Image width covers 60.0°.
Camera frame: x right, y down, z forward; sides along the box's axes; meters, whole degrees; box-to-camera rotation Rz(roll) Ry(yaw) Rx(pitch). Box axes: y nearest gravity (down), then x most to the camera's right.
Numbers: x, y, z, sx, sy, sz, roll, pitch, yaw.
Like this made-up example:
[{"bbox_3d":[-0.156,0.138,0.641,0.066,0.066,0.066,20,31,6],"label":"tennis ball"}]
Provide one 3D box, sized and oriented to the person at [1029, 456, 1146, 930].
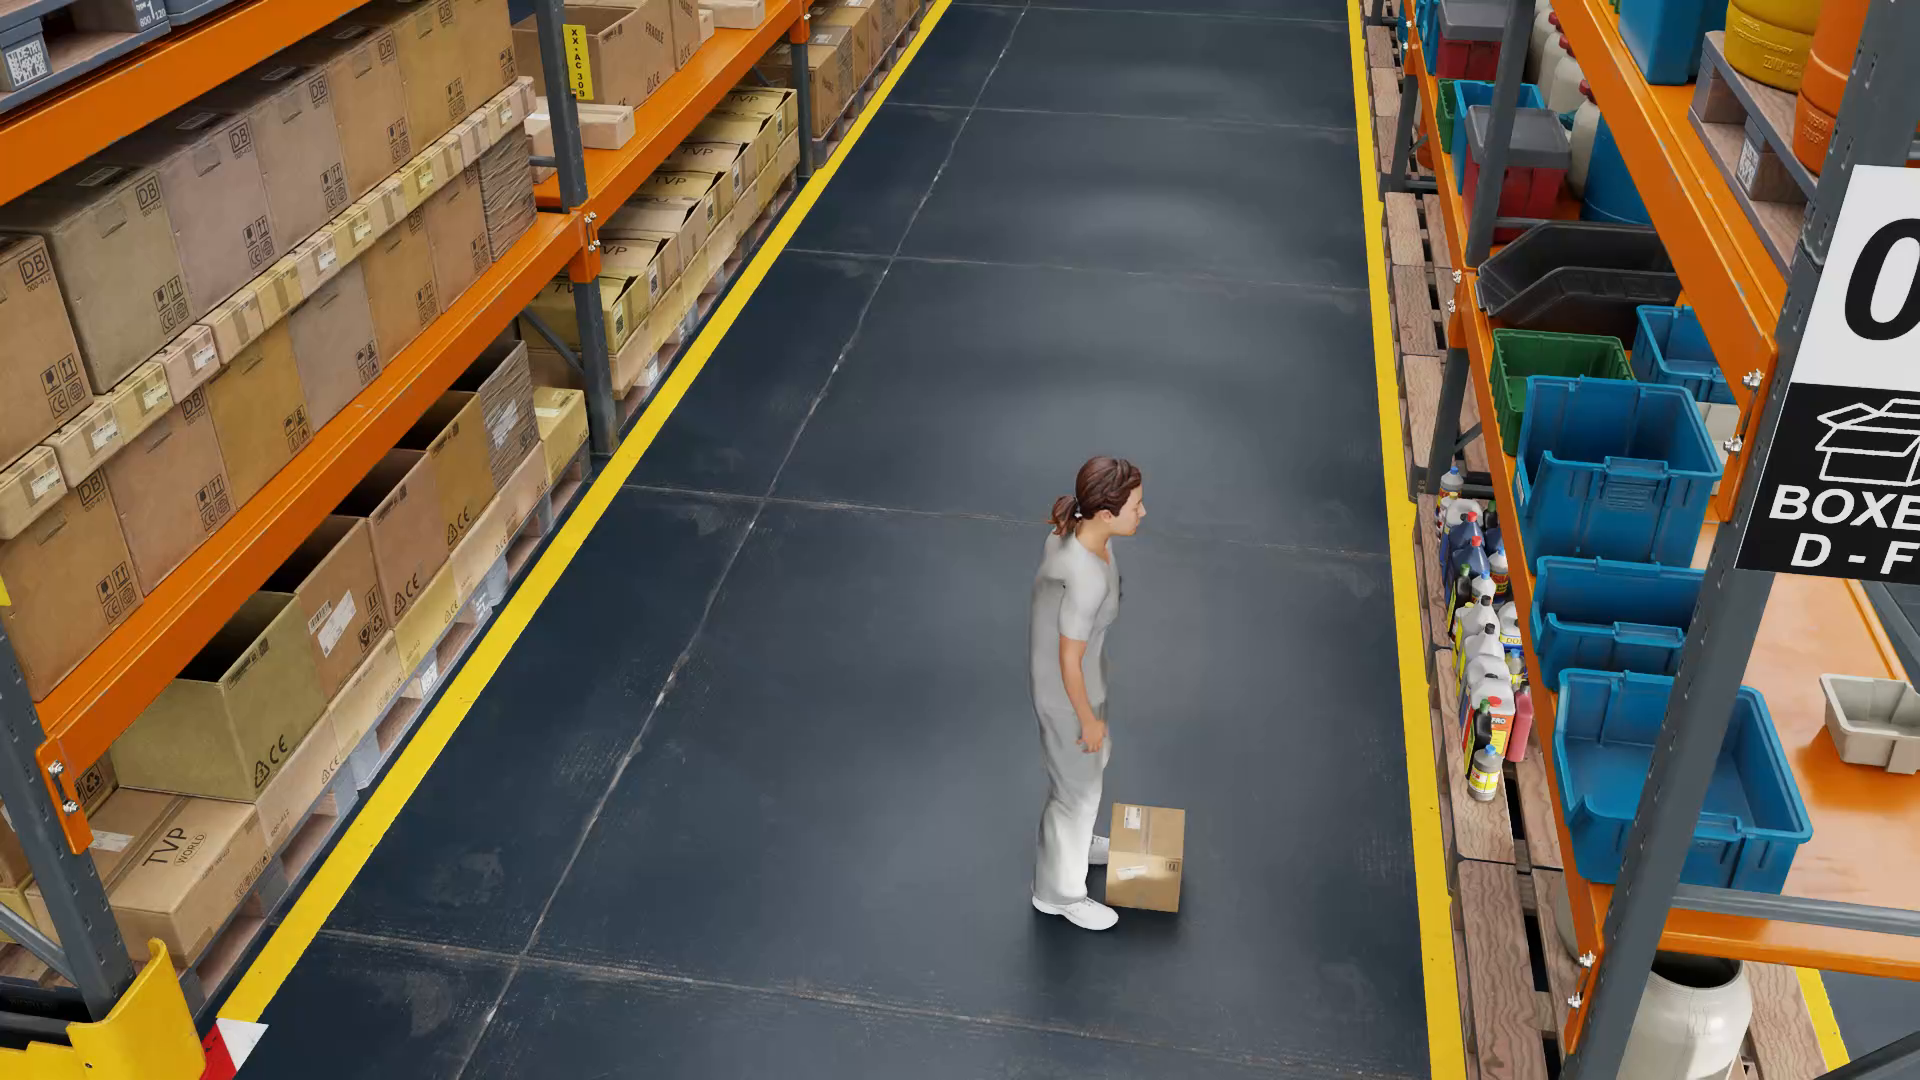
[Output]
[{"bbox_3d":[0.396,0.476,5.392,0.353,1.673,0.511,4,33,6],"label":"person"}]
